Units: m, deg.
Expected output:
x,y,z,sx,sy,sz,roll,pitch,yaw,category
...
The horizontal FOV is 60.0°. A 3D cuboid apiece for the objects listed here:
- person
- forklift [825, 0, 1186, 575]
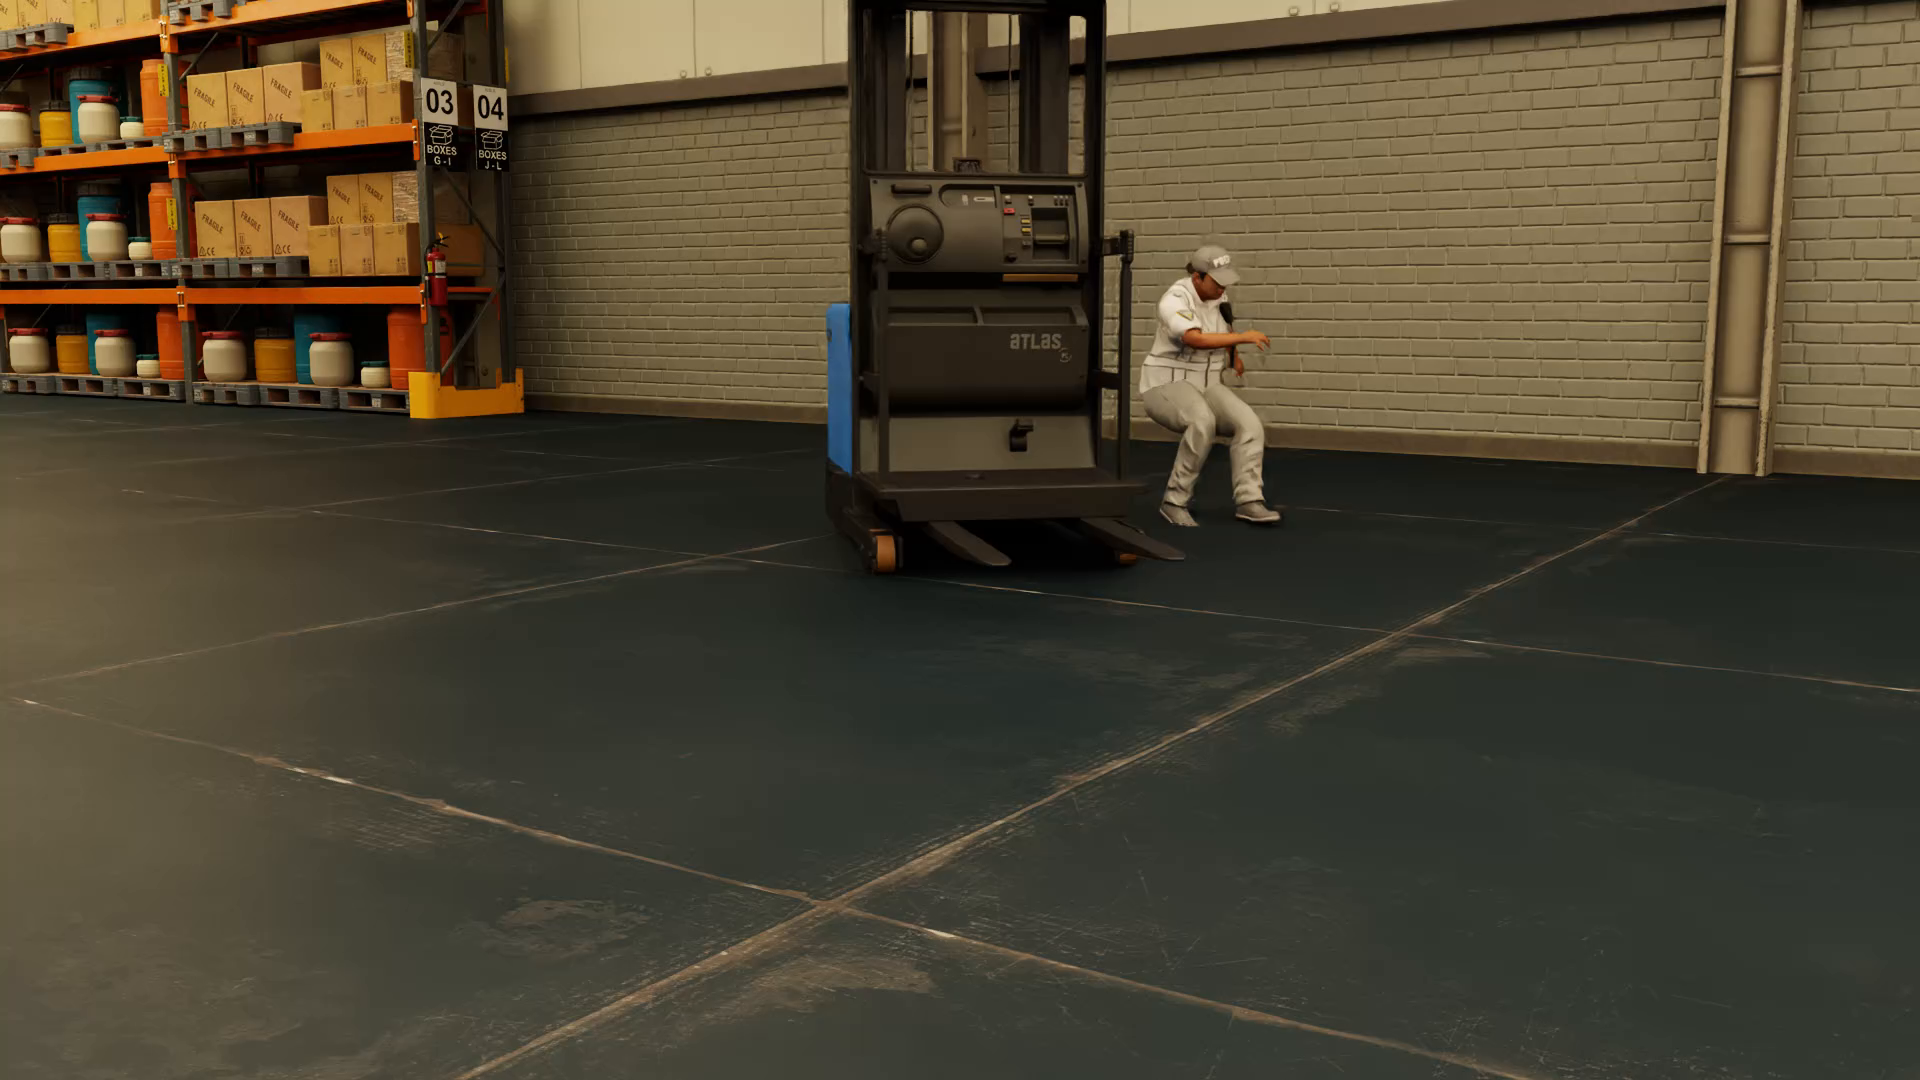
x,y,z,sx,sy,sz,roll,pitch,yaw,category
1.381,-0.761,8.358,0.960,1.420,0.925,-6,10,-37,person
0.128,-1.367,6.805,1.130,2.935,3.031,-2,8,-11,forklift
